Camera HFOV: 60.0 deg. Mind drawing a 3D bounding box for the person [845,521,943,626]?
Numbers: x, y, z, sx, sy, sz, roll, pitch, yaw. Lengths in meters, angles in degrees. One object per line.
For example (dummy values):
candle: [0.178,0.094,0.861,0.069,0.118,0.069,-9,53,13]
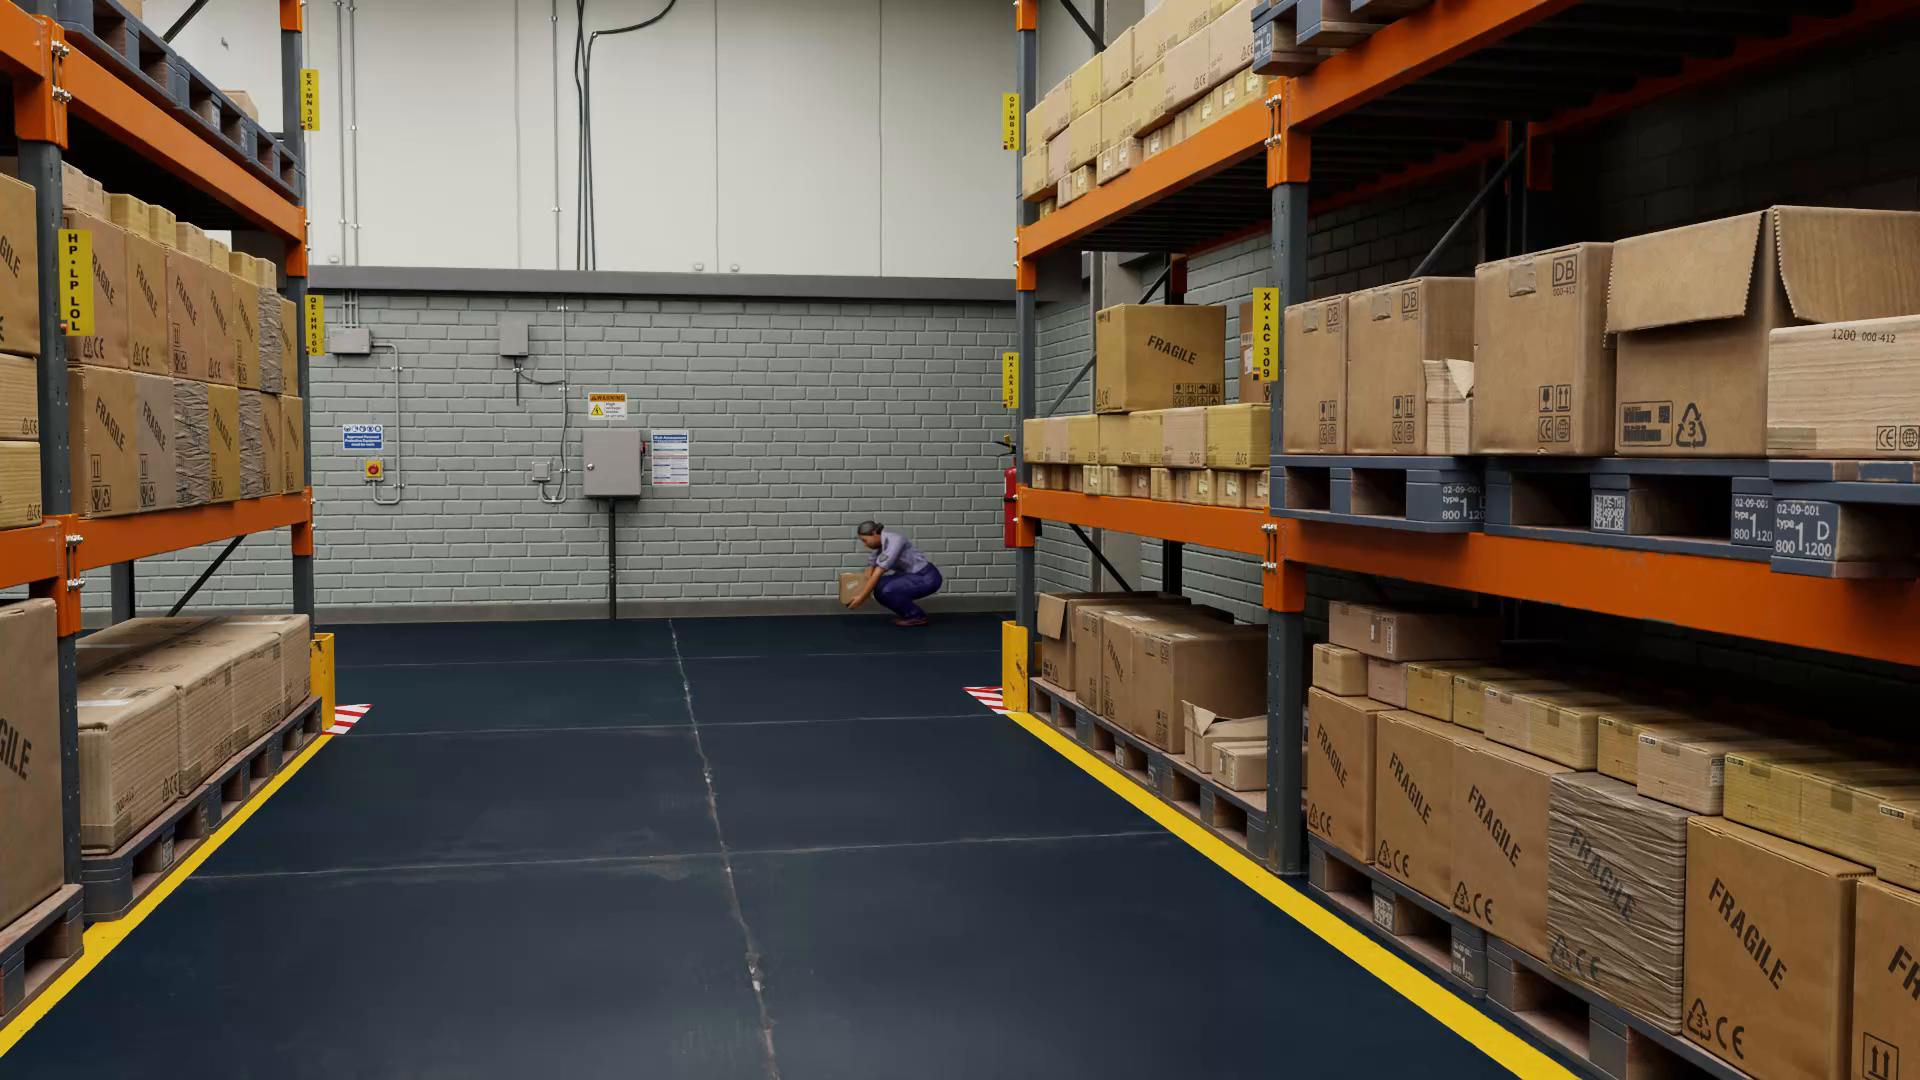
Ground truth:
person: [-0.575,0.287,14.486,0.839,0.923,0.525,-1,3,-11]
